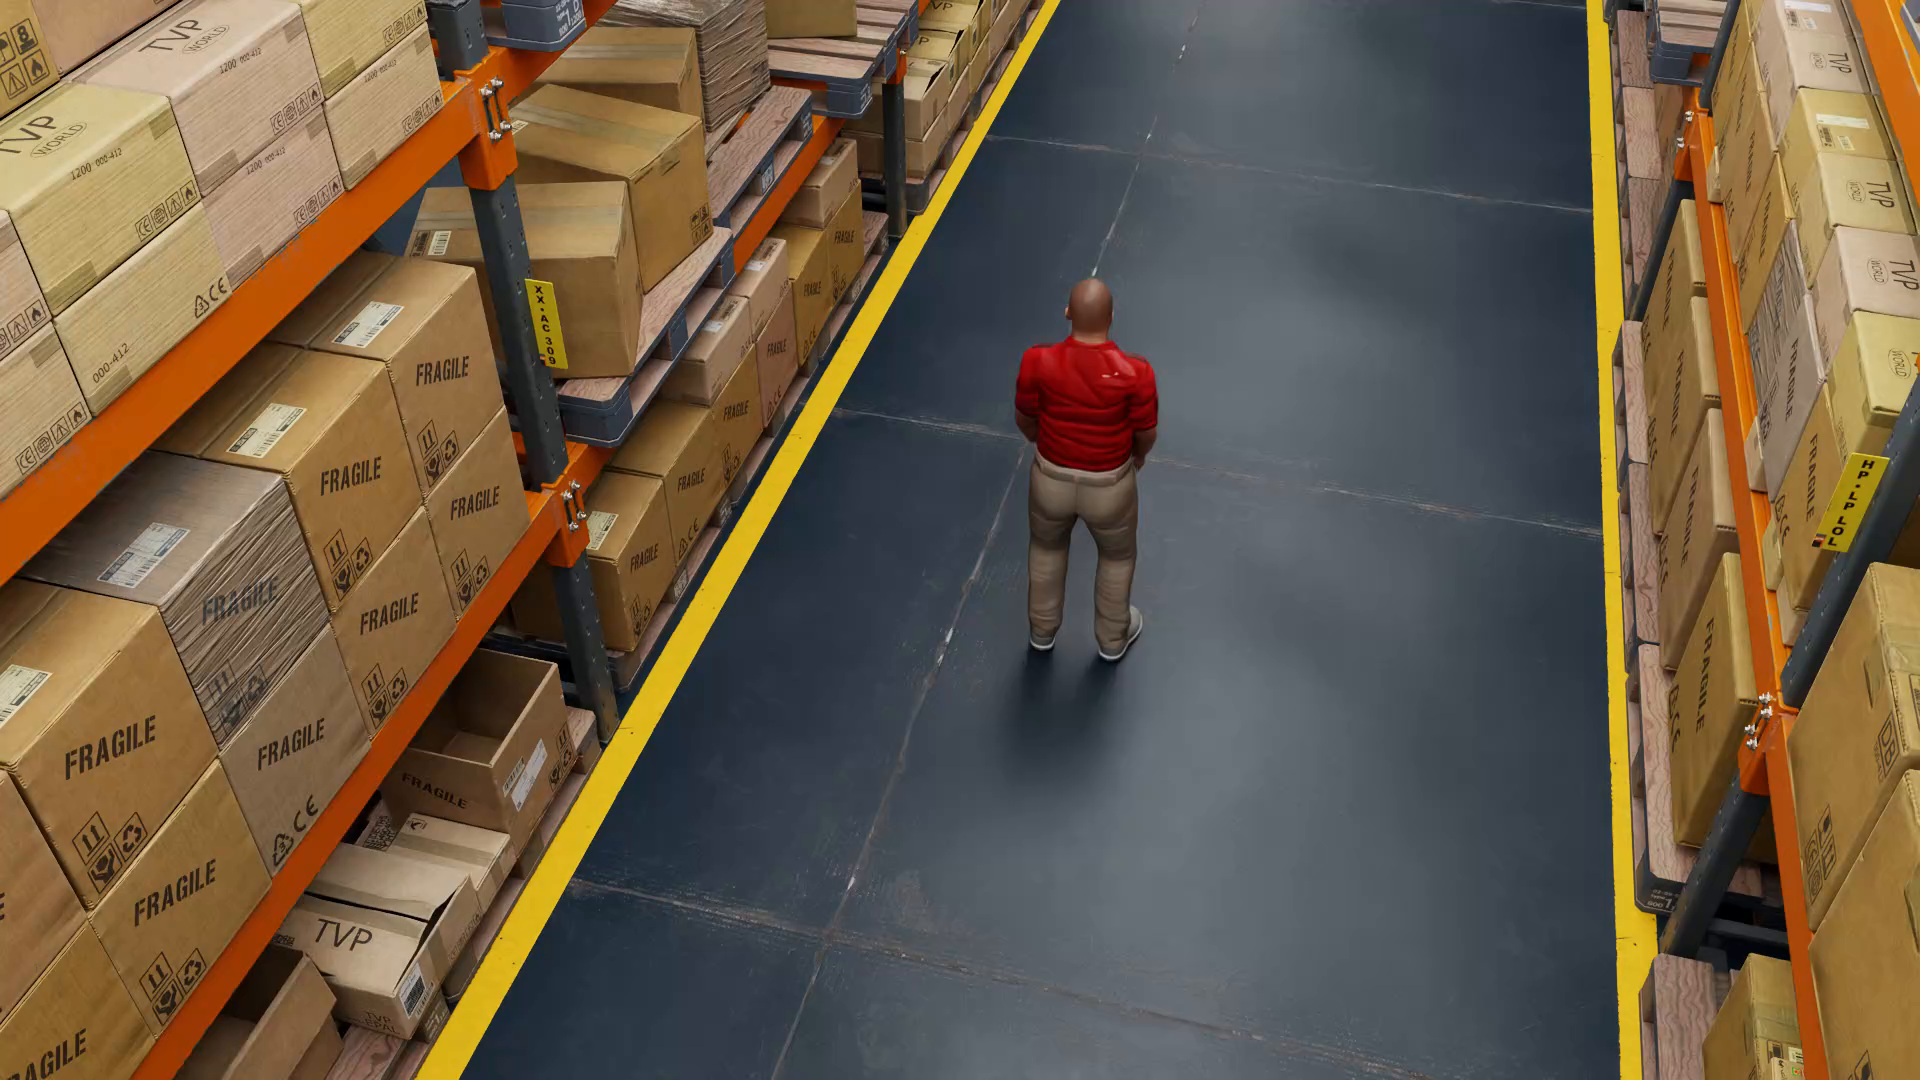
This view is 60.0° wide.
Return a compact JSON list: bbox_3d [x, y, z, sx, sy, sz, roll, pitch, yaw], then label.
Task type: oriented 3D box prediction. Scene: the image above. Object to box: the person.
[{"bbox_3d":[0.485,-0.261,6.466,0.543,1.733,0.418,9,42,11],"label":"person"}]
